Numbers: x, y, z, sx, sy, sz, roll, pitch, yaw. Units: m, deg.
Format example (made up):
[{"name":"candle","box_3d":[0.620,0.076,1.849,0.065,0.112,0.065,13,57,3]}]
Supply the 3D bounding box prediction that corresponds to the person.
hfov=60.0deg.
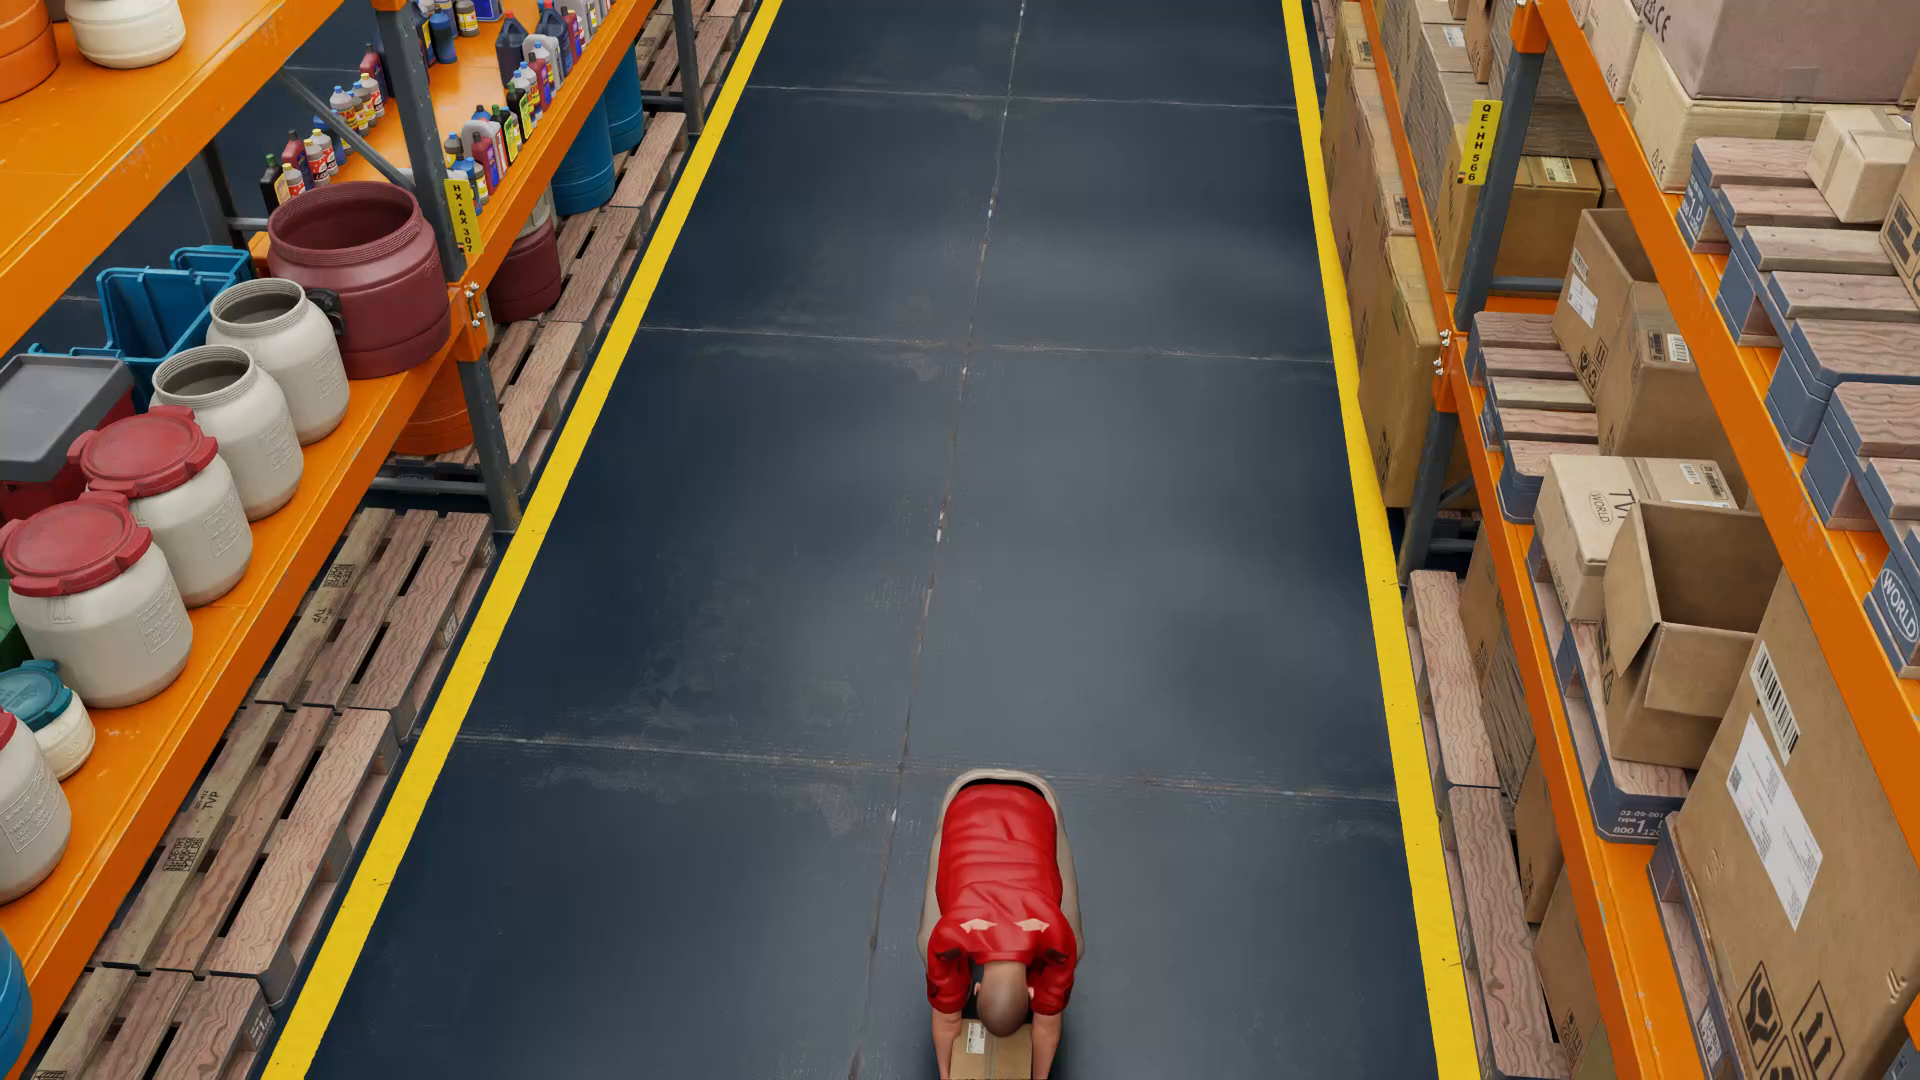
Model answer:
[{"name":"person","box_3d":[0.146,0.842,5.152,0.527,1.732,0.496,3,40,3]}]
